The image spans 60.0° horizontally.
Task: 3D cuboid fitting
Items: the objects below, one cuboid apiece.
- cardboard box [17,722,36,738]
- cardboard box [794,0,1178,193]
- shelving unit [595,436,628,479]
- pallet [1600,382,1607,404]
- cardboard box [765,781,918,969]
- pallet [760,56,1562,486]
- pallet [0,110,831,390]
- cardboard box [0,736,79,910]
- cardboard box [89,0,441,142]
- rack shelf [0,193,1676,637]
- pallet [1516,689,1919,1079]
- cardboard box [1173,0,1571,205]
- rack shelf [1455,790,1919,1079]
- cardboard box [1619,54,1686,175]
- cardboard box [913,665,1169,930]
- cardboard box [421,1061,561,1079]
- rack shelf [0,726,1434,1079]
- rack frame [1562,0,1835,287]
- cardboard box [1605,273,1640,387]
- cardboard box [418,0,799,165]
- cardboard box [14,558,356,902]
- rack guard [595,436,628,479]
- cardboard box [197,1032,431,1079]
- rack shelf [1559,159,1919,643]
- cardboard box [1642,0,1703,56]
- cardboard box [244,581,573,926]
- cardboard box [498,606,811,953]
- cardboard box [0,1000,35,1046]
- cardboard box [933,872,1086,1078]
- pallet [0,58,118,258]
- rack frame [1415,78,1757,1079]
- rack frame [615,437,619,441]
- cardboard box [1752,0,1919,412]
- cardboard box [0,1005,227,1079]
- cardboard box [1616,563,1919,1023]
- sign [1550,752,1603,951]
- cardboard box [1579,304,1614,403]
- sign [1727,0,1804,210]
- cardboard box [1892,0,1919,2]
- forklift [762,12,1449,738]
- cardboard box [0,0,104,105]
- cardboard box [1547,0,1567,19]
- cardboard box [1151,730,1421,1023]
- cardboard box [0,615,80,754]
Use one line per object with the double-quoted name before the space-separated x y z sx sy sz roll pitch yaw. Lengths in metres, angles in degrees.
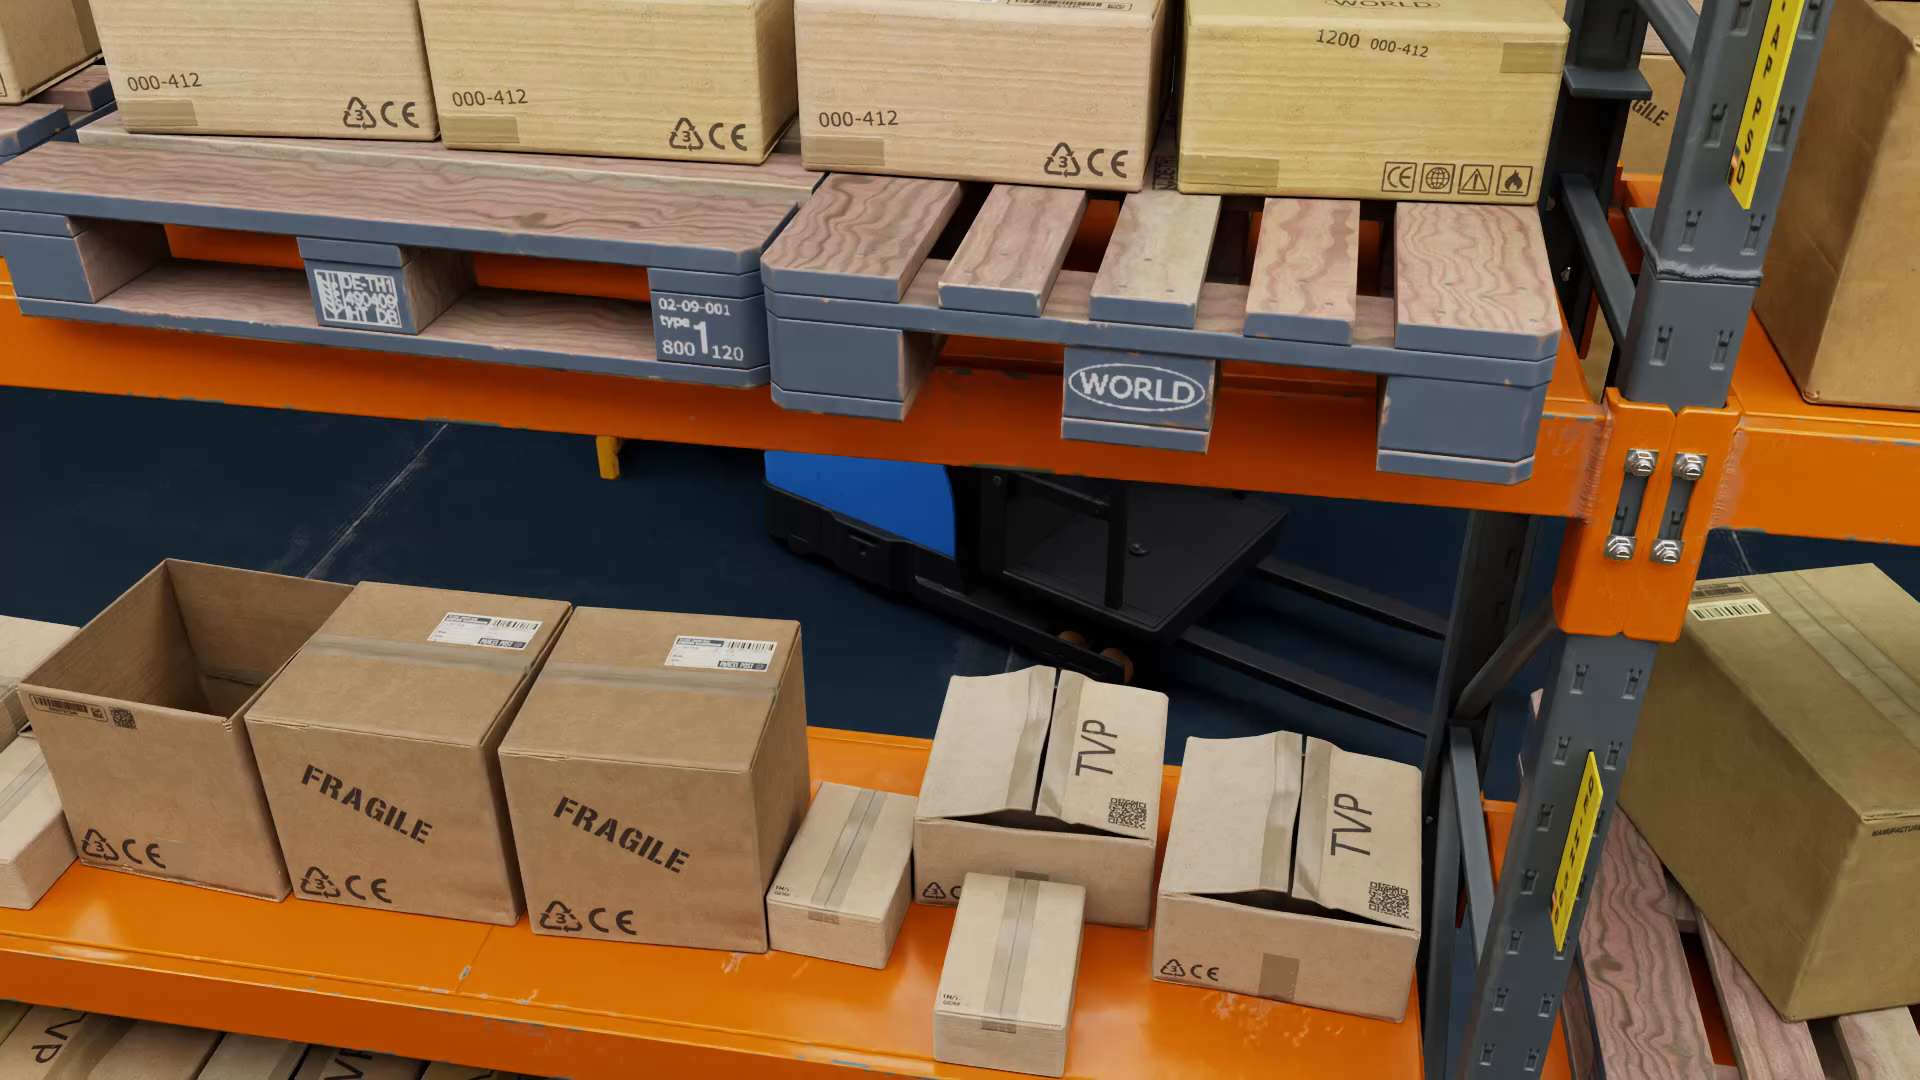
"cardboard box" -2.008 0.365 3.966 0.258 0.266 0.396 4 32 7
"cardboard box" 0.060 -0.751 2.542 0.500 0.250 0.500 6 33 10
"shelving unit" -1.091 -1.030 7.481 1.083 1.500 0.587 5 32 8
"pallet" 2.631 -0.616 8.036 1.213 0.211 1.003 5 32 8
"cardboard box" -0.230 0.705 3.533 0.250 0.149 0.380 8 33 12
"pallet" 0.353 -0.522 2.608 1.003 0.211 1.213 7 33 10
"pallet" -0.750 -0.621 2.765 1.213 0.211 1.003 7 33 10
"cardboard box" -2.067 0.618 3.672 0.250 0.149 0.380 5 32 8
"cardboard box" -1.032 -0.857 2.711 0.500 0.250 0.500 3 32 4
"rack shelf" -0.935 -0.462 3.012 4.000 0.370 1.077 5 32 8
"pallet" 1.717 0.788 3.345 1.003 0.211 1.213 5 32 8
"cardboard box" 0.580 -0.714 2.482 0.500 0.250 0.500 3 32 5
"rack shelf" 3.008 1.166 3.237 4.000 0.370 1.077 5 32 8
"cardboard box" 2.817 -1.856 6.995 0.500 0.500 0.500 6 33 10
"cardboard box" 0.188 0.540 3.645 0.500 0.311 0.500 5 32 8
"cardboard box" -1.025 1.379 3.886 0.500 0.311 0.500 6 33 10
"rack shelf" -0.935 0.809 3.808 4.000 0.370 1.077 5 32 8
"rack frame" 1.037 -1.860 1.740 0.127 3.000 1.000 5 32 8
"cardboard box" 3.432 -0.959 7.586 0.750 0.750 0.750 5 32 8
"cardboard box" -0.502 -0.808 2.633 0.500 0.250 0.500 5 32 7
"cardboard box" -1.632 0.408 3.677 0.500 0.500 0.500 7 33 12
"rack guard" -1.583 -0.542 7.878 0.087 0.250 0.587 5 32 8
"cardboard box" -1.538 1.336 3.956 0.500 0.311 0.500 4 32 7
"rack shelf" 3.008 -0.105 2.442 4.000 0.370 1.077 5 32 8
"cardboard box" 2.801 -2.180 6.806 0.500 0.250 0.500 5 32 8
"cardboard box" -1.139 0.452 3.606 0.500 0.500 0.500 5 32 8
"cardboard box" -0.620 0.499 3.531 0.500 0.500 0.500 3 32 6
"cardboard box" -2.541 1.243 4.104 0.500 0.311 0.500 5 32 8
"cardboard box" 0.104 0.854 3.296 0.250 0.149 0.380 5 32 8
"pallet" -2.034 -0.793 3.042 1.217 0.209 0.805 4 32 6
"rack frame" 1.037 0.683 3.332 0.127 3.000 1.000 5 32 8
"rack frame" -1.602 -1.074 7.551 0.032 1.500 0.500 5 32 8
"cardboard box" 1.473 -0.610 2.475 0.500 0.500 0.910 5 32 8
"cardboard box" -2.048 1.290 4.029 0.500 0.311 0.500 5 32 8
"cardboard box" 1.677 0.460 3.198 0.500 0.500 0.700 -5 32 -8
"sign" 0.947 0.483 2.560 0.005 0.325 0.100 5 32 8
"cardboard box" 2.569 -1.041 7.716 0.750 0.750 0.750 5 32 8
"sign" 0.935 -0.552 1.915 0.005 0.325 0.100 5 32 8
"cardboard box" 1.466 -1.013 2.177 0.500 0.500 0.500 5 32 8
"forklift" 0.647 -0.984 6.059 3.031 2.935 1.130 21 38 30
"cardboard box" -1.758 -0.952 2.863 0.500 0.250 0.500 2 32 3
"cardboard box" 2.299 -2.225 6.877 0.500 0.250 0.500 6 33 9
"cardboard box" 0.686 0.665 3.444 0.500 0.311 0.500 7 33 11
"cardboard box" -2.413 0.411 3.908 0.500 0.250 0.500 7 33 11
